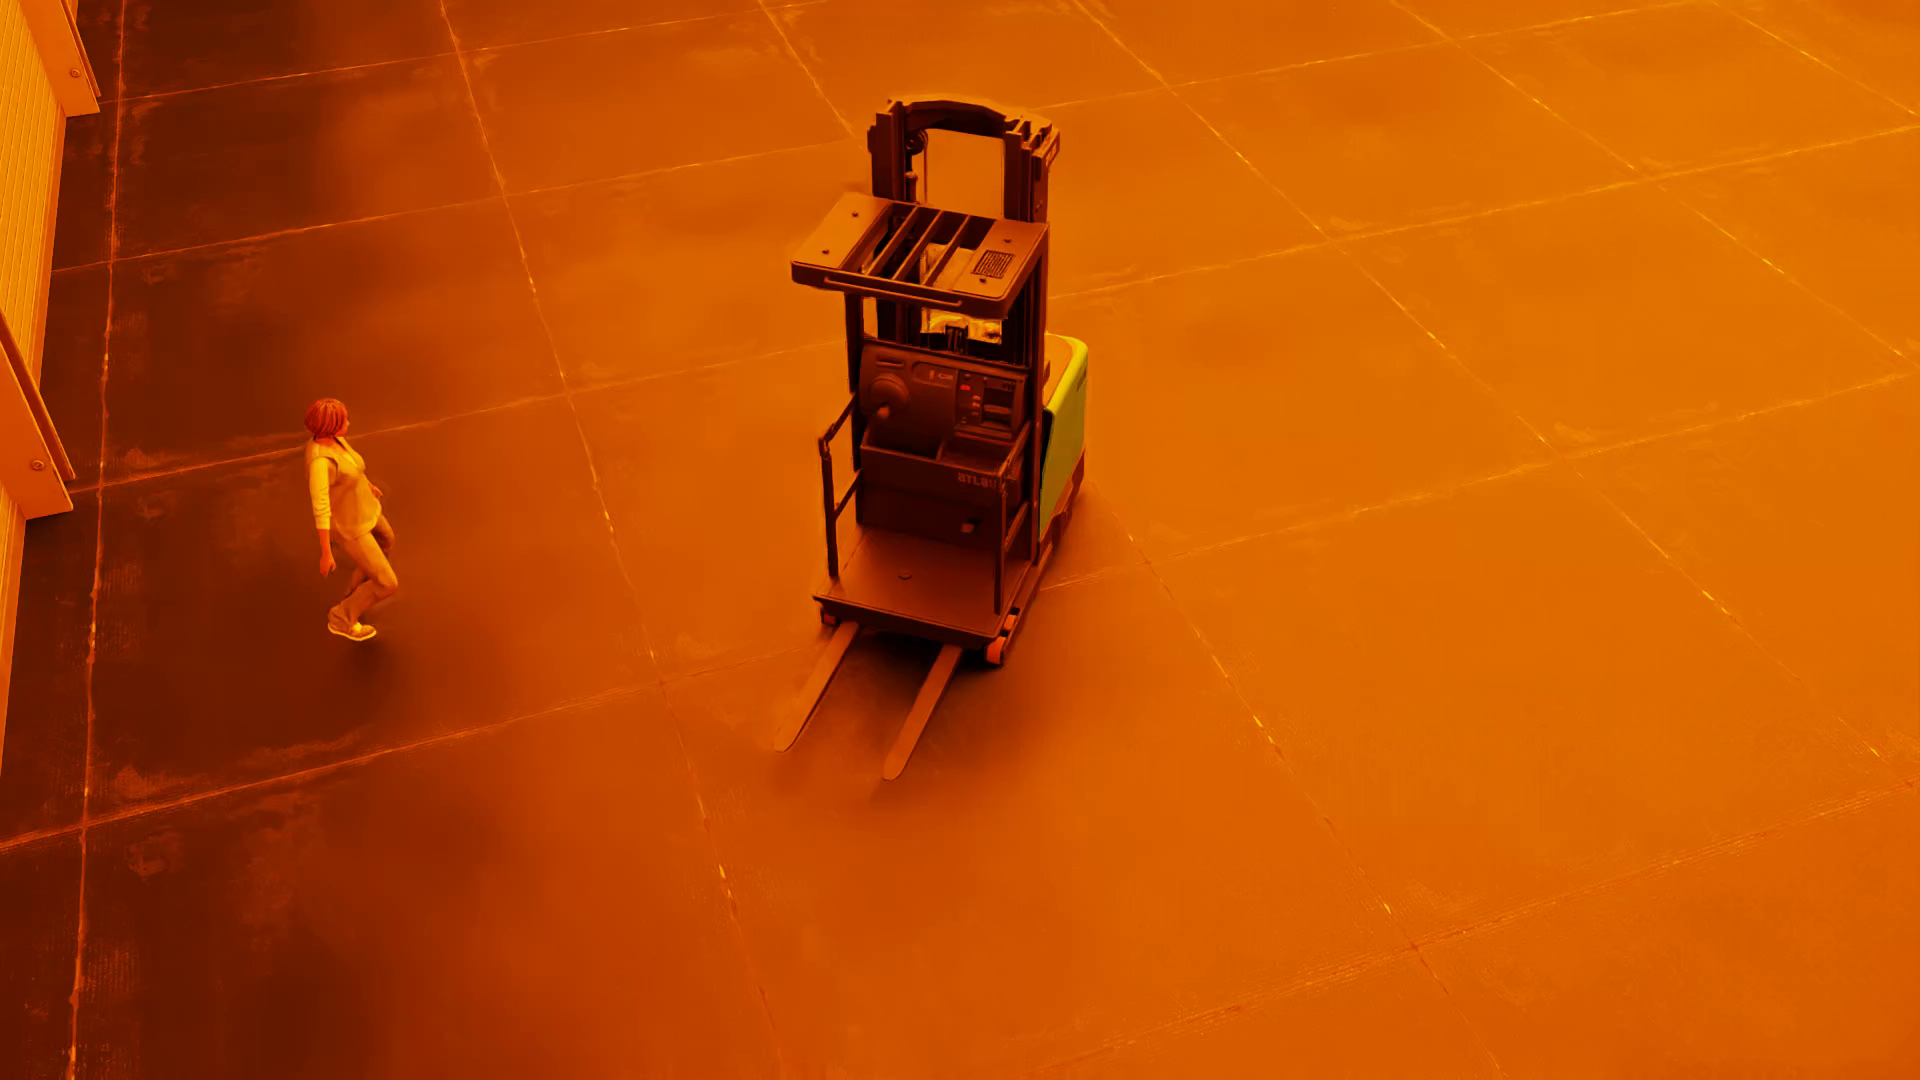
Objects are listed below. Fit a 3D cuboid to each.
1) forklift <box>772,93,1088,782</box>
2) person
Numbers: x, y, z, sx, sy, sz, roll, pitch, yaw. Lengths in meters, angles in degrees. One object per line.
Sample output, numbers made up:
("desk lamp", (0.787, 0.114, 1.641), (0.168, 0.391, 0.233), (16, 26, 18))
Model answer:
("forklift", (-0.168, -0.714, 8.846), (1.130, 2.935, 3.031), (12, 42, 14))
("person", (-3.394, -0.099, 9.226), (0.452, 1.517, 0.754), (-3, 40, -4))
